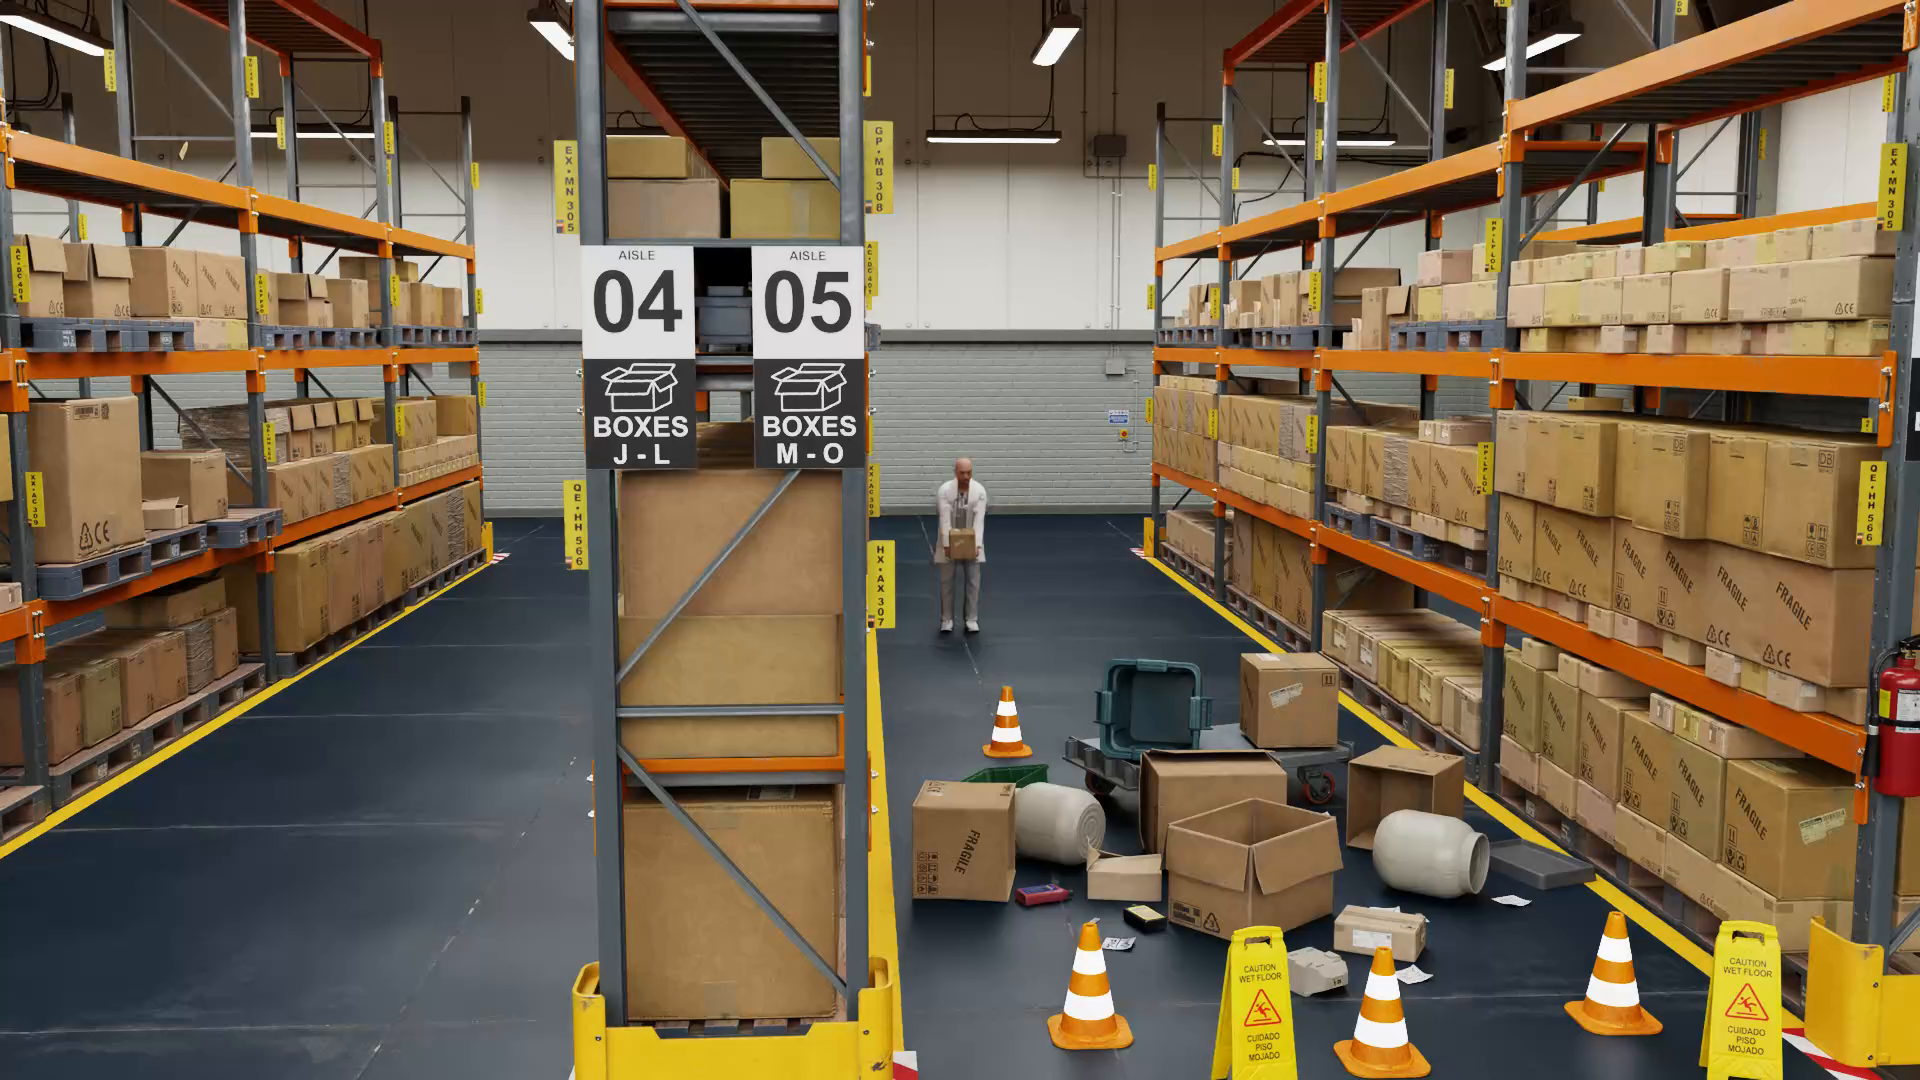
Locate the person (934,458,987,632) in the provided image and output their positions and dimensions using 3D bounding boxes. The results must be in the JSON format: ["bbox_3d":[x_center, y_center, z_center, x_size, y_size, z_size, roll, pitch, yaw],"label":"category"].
[{"bbox_3d":[0.004,0.047,16.576,0.529,1.744,0.598,0,7,-4],"label":"person"}]
